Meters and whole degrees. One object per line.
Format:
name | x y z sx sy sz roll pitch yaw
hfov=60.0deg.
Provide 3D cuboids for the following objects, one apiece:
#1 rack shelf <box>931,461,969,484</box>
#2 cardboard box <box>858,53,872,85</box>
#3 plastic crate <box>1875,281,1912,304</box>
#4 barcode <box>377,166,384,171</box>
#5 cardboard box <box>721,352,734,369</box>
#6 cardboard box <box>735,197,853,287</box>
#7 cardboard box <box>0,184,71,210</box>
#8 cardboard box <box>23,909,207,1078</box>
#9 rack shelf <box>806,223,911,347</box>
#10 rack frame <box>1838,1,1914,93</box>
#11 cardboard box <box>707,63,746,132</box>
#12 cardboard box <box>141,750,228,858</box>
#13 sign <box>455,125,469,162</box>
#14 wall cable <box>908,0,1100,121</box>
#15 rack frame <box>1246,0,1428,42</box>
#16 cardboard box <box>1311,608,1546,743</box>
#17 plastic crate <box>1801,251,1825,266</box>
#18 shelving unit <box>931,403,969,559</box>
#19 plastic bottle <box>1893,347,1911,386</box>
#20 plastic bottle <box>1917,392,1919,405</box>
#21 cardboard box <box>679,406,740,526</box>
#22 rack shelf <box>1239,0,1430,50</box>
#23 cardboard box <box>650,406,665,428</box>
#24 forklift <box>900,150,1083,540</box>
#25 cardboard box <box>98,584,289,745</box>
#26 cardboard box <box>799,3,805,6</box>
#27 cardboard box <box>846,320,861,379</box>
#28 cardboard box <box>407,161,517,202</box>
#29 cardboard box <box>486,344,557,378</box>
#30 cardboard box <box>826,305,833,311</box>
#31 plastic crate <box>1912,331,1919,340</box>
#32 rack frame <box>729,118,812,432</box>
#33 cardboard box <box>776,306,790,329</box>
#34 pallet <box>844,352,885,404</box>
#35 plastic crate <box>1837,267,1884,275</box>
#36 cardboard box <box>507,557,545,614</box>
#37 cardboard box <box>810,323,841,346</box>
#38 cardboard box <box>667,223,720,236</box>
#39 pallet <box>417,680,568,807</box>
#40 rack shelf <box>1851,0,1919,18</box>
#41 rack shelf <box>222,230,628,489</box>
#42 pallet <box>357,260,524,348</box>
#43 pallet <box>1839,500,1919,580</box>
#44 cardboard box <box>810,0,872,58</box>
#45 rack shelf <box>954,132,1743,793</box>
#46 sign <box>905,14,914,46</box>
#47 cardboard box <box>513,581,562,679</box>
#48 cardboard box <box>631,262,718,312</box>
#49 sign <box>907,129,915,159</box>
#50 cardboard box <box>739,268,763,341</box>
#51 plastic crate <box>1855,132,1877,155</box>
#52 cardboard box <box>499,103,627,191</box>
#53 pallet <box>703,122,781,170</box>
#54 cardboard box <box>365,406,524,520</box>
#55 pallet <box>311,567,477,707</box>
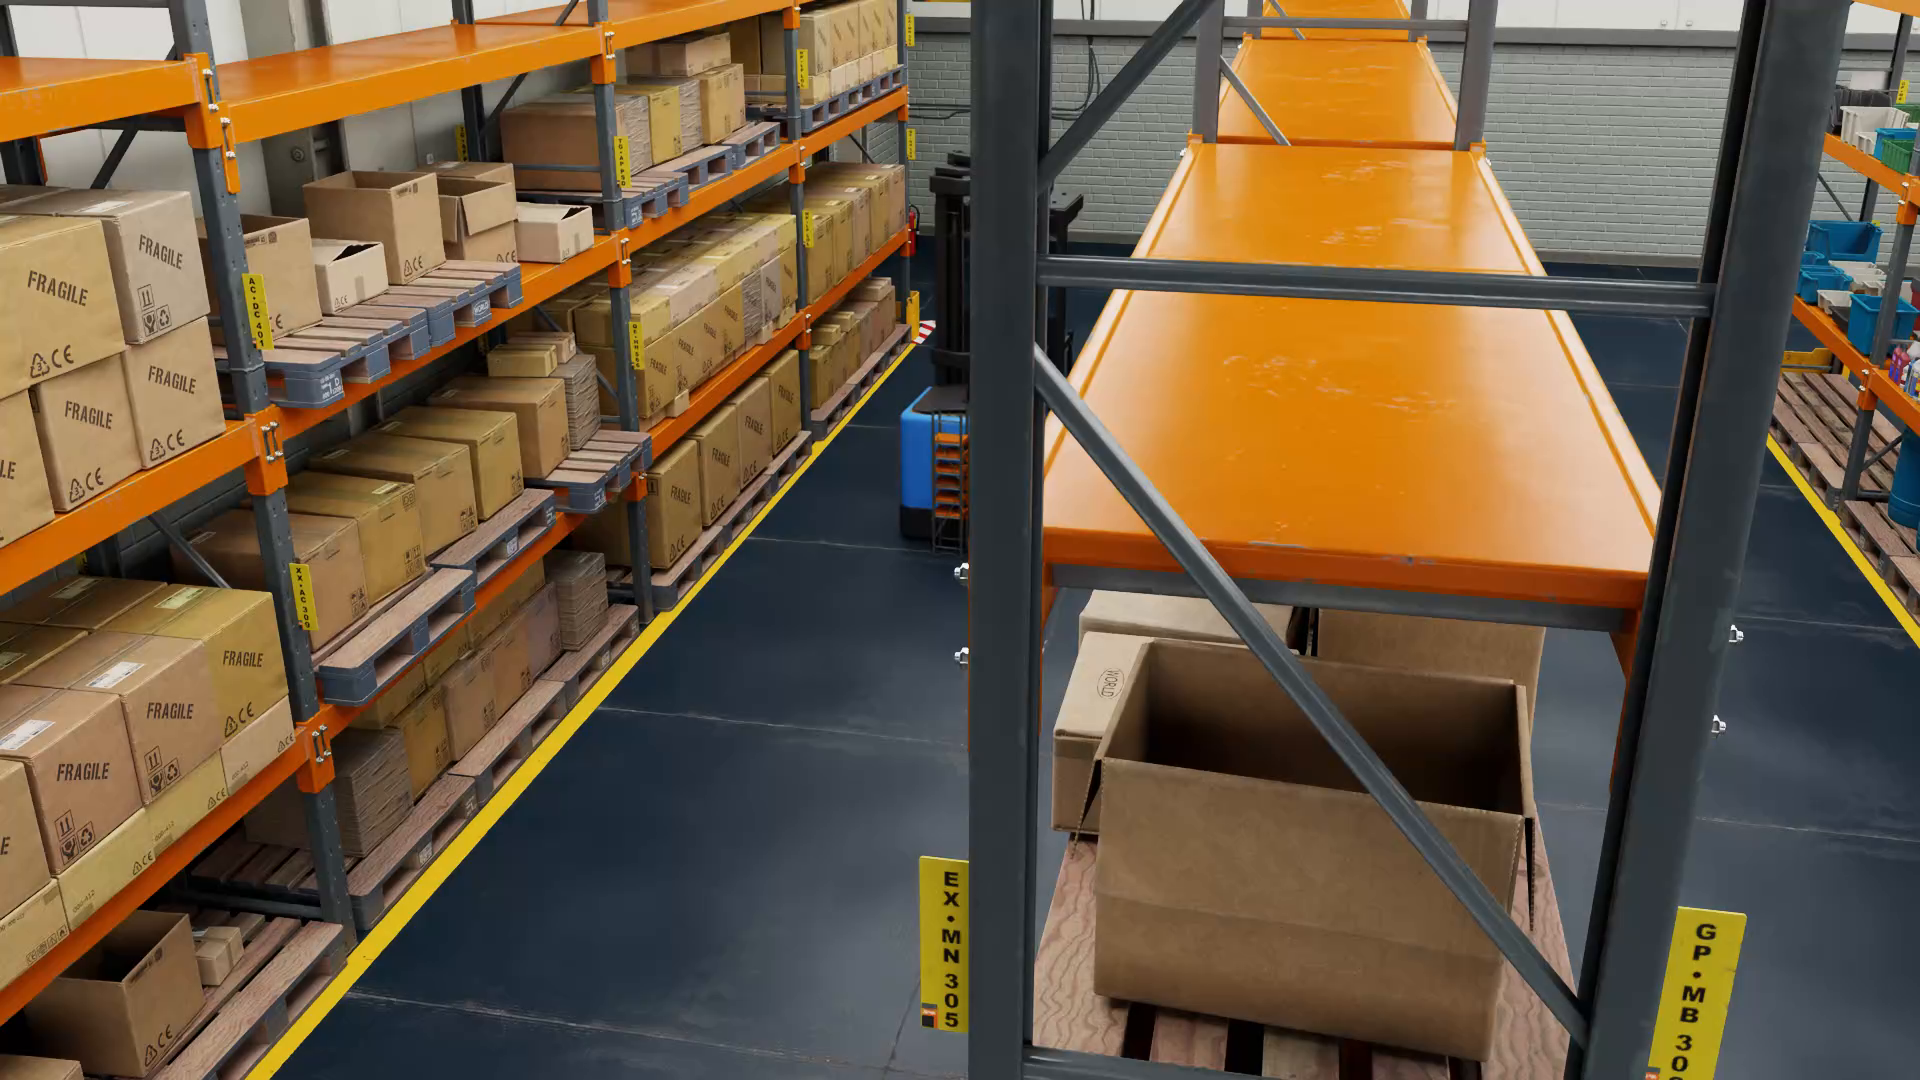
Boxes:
rack shelf | -0.075 -0.523 12.874 0.258 0.103 0.180 6 23 14
cardboard box | -1.167 -4.659 16.427 0.500 0.250 0.500 4 22 9
plastic crate | 8.303 -2.064 14.573 0.437 0.282 0.530 4 22 11
barcode | -3.433 -2.182 9.861 0.001 0.075 0.075 4 22 11
cardboard box | -2.047 -1.492 13.384 0.380 0.149 0.250 5 23 13
cardboard box | -1.606 -2.905 16.181 0.980 0.700 0.700 4 22 10
cardboard box | -3.900 -1.130 6.660 0.500 0.500 0.500 5 22 12
cardboard box | -3.692 1.961 7.256 0.500 0.500 0.500 3 22 7
rack shelf | -1.479 -2.700 17.036 1.077 0.370 4.000 4 22 11
rack frame | 8.627 -5.793 15.722 1.000 3.000 0.127 4 22 11
cardboard box | -2.175 -3.631 13.646 0.700 0.500 0.500 3 22 8
cardboard box | -3.430 1.062 6.907 0.500 0.250 0.500 5 22 11
sign | -3.245 -2.553 10.894 0.100 0.325 0.005 4 22 11
wall cable | 0.433 -7.149 23.246 3.097 2.526 0.112 4 22 11
rack frame | 2.147 -3.246 9.398 1.000 3.000 0.127 4 22 11
cardboard box | 1.121 0.179 4.027 0.500 0.500 0.500 4 22 11
plastic crate | 8.120 -2.654 16.103 0.416 0.233 0.300 4 22 11
shelving unit | -0.075 -0.453 12.902 0.258 1.200 0.189 6 23 14
plastic bottle | 7.291 -1.343 12.859 0.061 0.283 0.133 4 22 11
plastic bottle | 7.199 -1.105 12.378 0.097 0.201 0.097 0 22 0
cardboard box | -2.240 -0.616 13.213 0.750 0.750 0.750 4 22 11
rack shelf | 2.555 -3.458 11.423 1.077 0.370 4.000 4 22 11
cardboard box | -2.350 -0.926 11.979 0.380 0.149 0.250 5 22 12
forklift | 0.396 -1.833 14.012 1.130 2.935 3.031 6 23 14
cardboard box | -3.314 0.532 7.217 0.500 0.500 0.500 4 22 11
cardboard box | -1.783 -4.868 15.943 0.500 0.500 0.500 4 22 9
cardboard box | -1.422 -1.974 17.055 0.700 0.500 0.500 5 22 12
cardboard box | -3.076 -2.041 10.260 0.500 0.500 0.500 4 22 11
cardboard box | -2.796 -1.144 10.617 0.380 0.149 0.250 1 22 2
cardboard box | -1.543 -2.435 17.330 0.380 0.149 0.250 5 22 11
plastic crate | 8.046 -1.612 13.644 0.396 0.136 0.243 4 22 11
rack frame | -1.887 -2.302 15.085 1.000 3.000 0.127 4 22 11
cardboard box | -1.708 -1.956 14.534 0.380 0.149 0.250 5 22 12
pallet | -1.409 -1.729 17.393 1.003 0.211 1.213 4 22 11
plastic crate | 8.565 -2.499 15.845 0.396 0.136 0.243 4 22 11
cardboard box | -2.977 0.239 10.528 0.500 0.250 0.500 5 22 12
cardboard box | -1.386 -2.016 16.289 0.380 0.149 0.250 5 23 13
cardboard box | -2.337 -2.504 14.023 0.500 0.250 0.500 5 22 12
pallet | -3.116 1.185 10.160 1.003 0.211 1.213 4 22 11
rack shelf | 8.219 -4.542 14.115 1.077 0.370 4.000 4 22 11
rack shelf | -3.112 -1.166 9.211 1.077 0.370 4.000 4 22 11
pallet | -3.081 -1.278 8.778 1.213 0.211 1.003 4 22 11
pallet | 7.613 0.025 13.038 1.003 0.211 1.213 4 22 11
cardboard box | -1.164 -5.014 16.304 0.500 0.500 0.500 3 22 9
rack shelf | 0.922 -0.532 4.159 1.077 0.370 4.000 4 22 11
sign | -0.543 -5.484 17.891 0.100 0.325 0.005 4 22 11
cardboard box | -3.018 0.563 10.728 0.700 0.500 0.500 4 22 11
cardboard box | -2.151 -1.907 12.541 0.500 0.250 0.500 5 22 11
sign | -0.543 -4.366 18.342 0.100 0.325 0.005 4 22 11
cardboard box | -1.940 -1.938 13.621 0.500 0.500 0.500 4 22 11
plastic crate | 7.698 -3.310 13.926 0.293 0.136 0.466 4 22 11
cardboard box | -2.663 -2.660 11.235 0.700 0.500 0.500 3 22 7
pallet | -2.026 -3.266 13.719 0.805 0.209 1.217 4 22 9
cardboard box | -3.022 -0.460 9.788 0.700 0.500 0.500 4 22 11
pallet | -3.221 0.444 8.523 1.003 0.211 1.213 4 22 11
